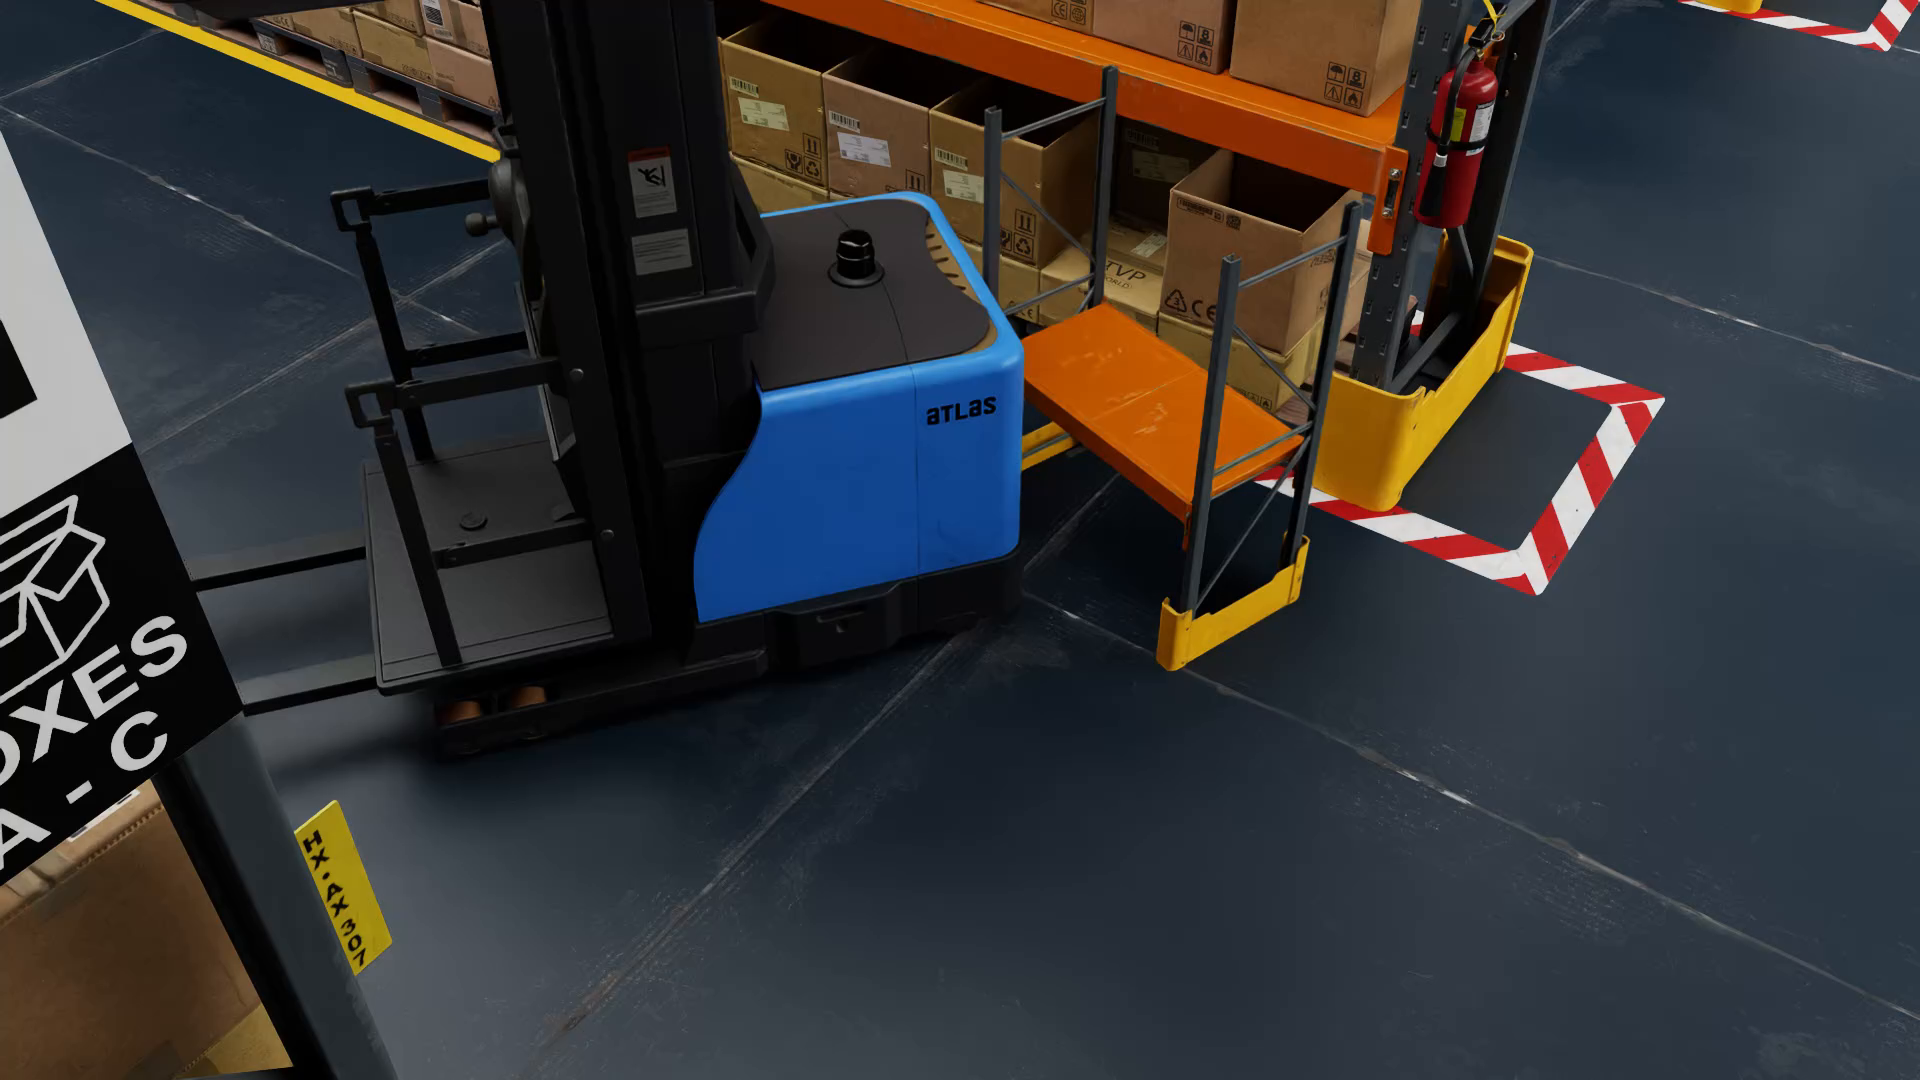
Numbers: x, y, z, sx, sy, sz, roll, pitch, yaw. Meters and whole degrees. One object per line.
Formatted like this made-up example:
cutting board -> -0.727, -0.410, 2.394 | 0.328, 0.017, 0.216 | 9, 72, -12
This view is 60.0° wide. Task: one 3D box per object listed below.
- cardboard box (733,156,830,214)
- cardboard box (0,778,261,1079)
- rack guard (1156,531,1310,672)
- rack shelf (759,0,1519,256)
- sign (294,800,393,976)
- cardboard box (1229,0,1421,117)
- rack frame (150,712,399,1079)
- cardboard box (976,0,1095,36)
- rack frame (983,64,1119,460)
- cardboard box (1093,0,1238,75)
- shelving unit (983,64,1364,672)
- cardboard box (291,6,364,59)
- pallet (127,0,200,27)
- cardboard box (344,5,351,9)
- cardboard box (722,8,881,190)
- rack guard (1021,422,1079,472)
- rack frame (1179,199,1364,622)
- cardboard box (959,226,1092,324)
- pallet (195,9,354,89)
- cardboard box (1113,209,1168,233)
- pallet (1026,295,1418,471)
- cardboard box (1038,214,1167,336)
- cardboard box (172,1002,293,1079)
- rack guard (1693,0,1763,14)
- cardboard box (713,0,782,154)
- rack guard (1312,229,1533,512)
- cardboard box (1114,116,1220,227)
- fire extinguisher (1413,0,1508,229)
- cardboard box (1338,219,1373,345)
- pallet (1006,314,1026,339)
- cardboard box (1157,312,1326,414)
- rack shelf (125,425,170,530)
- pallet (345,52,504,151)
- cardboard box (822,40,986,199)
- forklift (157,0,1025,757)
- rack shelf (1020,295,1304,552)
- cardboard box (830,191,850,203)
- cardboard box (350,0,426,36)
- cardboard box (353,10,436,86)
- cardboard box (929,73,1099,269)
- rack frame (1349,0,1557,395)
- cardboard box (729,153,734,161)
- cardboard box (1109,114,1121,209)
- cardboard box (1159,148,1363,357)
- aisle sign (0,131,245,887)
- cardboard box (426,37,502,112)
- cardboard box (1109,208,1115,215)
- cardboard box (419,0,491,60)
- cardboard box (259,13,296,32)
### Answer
cardboard box -> -0.588, -1.524, 6.951 | 0.500, 0.250, 0.500 | 25, 48, 25
cardboard box -> -1.391, 0.536, 2.437 | 0.500, 0.500, 0.500 | 25, 48, 25
rack guard -> 0.878, 0.192, 5.348 | 0.587, 0.250, 0.087 | -26, 48, -26
rack shelf -> 0.031, -2.090, 6.375 | 4.000, 0.370, 1.077 | 25, 48, 25
sign -> -0.861, 0.495, 2.298 | 0.005, 0.325, 0.100 | 25, 48, 25
cardboard box -> 1.294, -1.815, 5.454 | 0.500, 0.500, 0.700 | 25, 48, 25
rack frame -> -1.173, 1.114, 2.256 | 0.127, 3.000, 1.000 | 25, 48, 25
cardboard box -> 0.458, -2.207, 5.892 | 0.500, 0.500, 0.700 | 25, 48, 26
rack frame -> 0.281, -0.807, 5.527 | 0.500, 1.500, 0.032 | -26, 48, -26
cardboard box -> 0.861, -2.014, 5.676 | 0.500, 0.500, 0.700 | 26, 48, 26
shelving unit -> 0.580, -0.540, 5.229 | 0.587, 1.500, 1.083 | -26, 48, -26
cardboard box -> -2.944, -2.646, 8.205 | 0.500, 0.250, 0.500 | 26, 48, 26
pallet -> -4.229, -3.279, 9.257 | 1.213, 0.211, 1.003 | 25, 48, 25
cardboard box -> -2.939, -2.851, 8.013 | 0.500, 0.311, 0.500 | 25, 47, 25
cardboard box -> -0.587, -1.804, 6.701 | 0.500, 0.500, 0.500 | 25, 48, 25
rack guard -> 0.282, -0.341, 5.943 | 0.587, 0.250, 0.087 | -26, 48, -26
rack frame -> 0.890, -0.264, 4.920 | 0.500, 1.500, 0.032 | -26, 48, -26
cardboard box -> 0.233, -1.143, 6.525 | 0.500, 0.250, 0.500 | 25, 48, 25
pallet -> -3.235, -2.812, 8.734 | 1.213, 0.211, 1.003 | 25, 48, 25
cardboard box -> 0.946, -1.240, 6.634 | 0.500, 0.250, 0.500 | 25, 48, 25
pallet -> 1.019, -0.823, 6.511 | 1.213, 0.211, 1.003 | 25, 48, 25
cardboard box -> 0.644, -0.953, 6.312 | 0.500, 0.250, 0.500 | 25, 48, 25
cardboard box -> -1.390, 0.802, 2.702 | 0.500, 0.250, 0.500 | 24, 47, 24
rack guard -> 4.427, -3.367, 9.138 | 0.348, 0.500, 1.175 | 25, 48, 25
cardboard box -> -0.992, -1.999, 6.920 | 0.500, 0.500, 0.500 | 25, 48, 25
rack guard -> 1.688, -0.651, 6.103 | 0.348, 0.500, 1.175 | 25, 48, 25
cardboard box -> 0.947, -1.521, 6.385 | 0.500, 0.500, 0.500 | 25, 48, 25
fire extinguisher -> 1.499, -1.264, 4.972 | 0.183, 0.674, 0.296 | 25, 48, 25
cardboard box -> 1.357, -1.051, 6.422 | 0.500, 0.250, 0.500 | 25, 48, 25
pallet -> 0.024, -1.290, 7.034 | 1.213, 0.211, 1.003 | 25, 48, 25
cardboard box -> 1.060, -0.768, 6.106 | 0.500, 0.250, 0.500 | 25, 48, 25
rack shelf -> -2.810, -0.502, 2.351 | 4.000, 0.370, 1.077 | 25, 48, 25
pallet -> -2.232, -2.345, 8.213 | 1.213, 0.211, 1.003 | 25, 48, 25
cardboard box -> -0.177, -1.613, 6.488 | 0.500, 0.500, 0.500 | 25, 48, 25
forklift -> -1.373, -0.842, 4.493 | 3.031, 2.935, 1.130 | -12, 43, -13
rack shelf -> 0.585, -0.401, 5.344 | 0.538, 0.185, 1.000 | -26, 48, -26
cardboard box -> -0.175, -1.336, 6.740 | 0.500, 0.250, 0.500 | 25, 48, 25
cardboard box -> -2.532, -2.659, 7.798 | 0.500, 0.311, 0.500 | 26, 48, 26
cardboard box -> -2.525, -2.451, 7.986 | 0.500, 0.250, 0.500 | 24, 47, 25
cardboard box -> 0.232, -1.421, 6.273 | 0.500, 0.500, 0.500 | 25, 48, 25
rack frame -> 1.669, -1.592, 5.280 | 0.127, 3.000, 1.000 | 25, 48, 25
cardboard box -> -0.994, -1.718, 7.168 | 0.500, 0.250, 0.500 | 25, 48, 25
cardboard box -> 0.530, -1.705, 6.591 | 0.500, 0.500, 0.500 | 25, 48, 25
cardboard box -> 1.059, -1.046, 5.854 | 0.500, 0.500, 0.500 | 25, 48, 25
aisle sign -> -0.941, 0.009, 1.541 | 0.004, 0.787, 0.394 | 25, 48, 25
cardboard box -> -2.112, -2.256, 7.769 | 0.500, 0.250, 0.500 | 25, 47, 25
cardboard box -> 0.537, -1.432, 6.848 | 0.500, 0.250, 0.500 | 25, 48, 25
cardboard box -> -2.102, -2.463, 7.580 | 0.500, 0.311, 0.500 | 25, 48, 25
cardboard box -> -3.360, -2.842, 8.424 | 0.500, 0.250, 0.500 | 26, 48, 26
